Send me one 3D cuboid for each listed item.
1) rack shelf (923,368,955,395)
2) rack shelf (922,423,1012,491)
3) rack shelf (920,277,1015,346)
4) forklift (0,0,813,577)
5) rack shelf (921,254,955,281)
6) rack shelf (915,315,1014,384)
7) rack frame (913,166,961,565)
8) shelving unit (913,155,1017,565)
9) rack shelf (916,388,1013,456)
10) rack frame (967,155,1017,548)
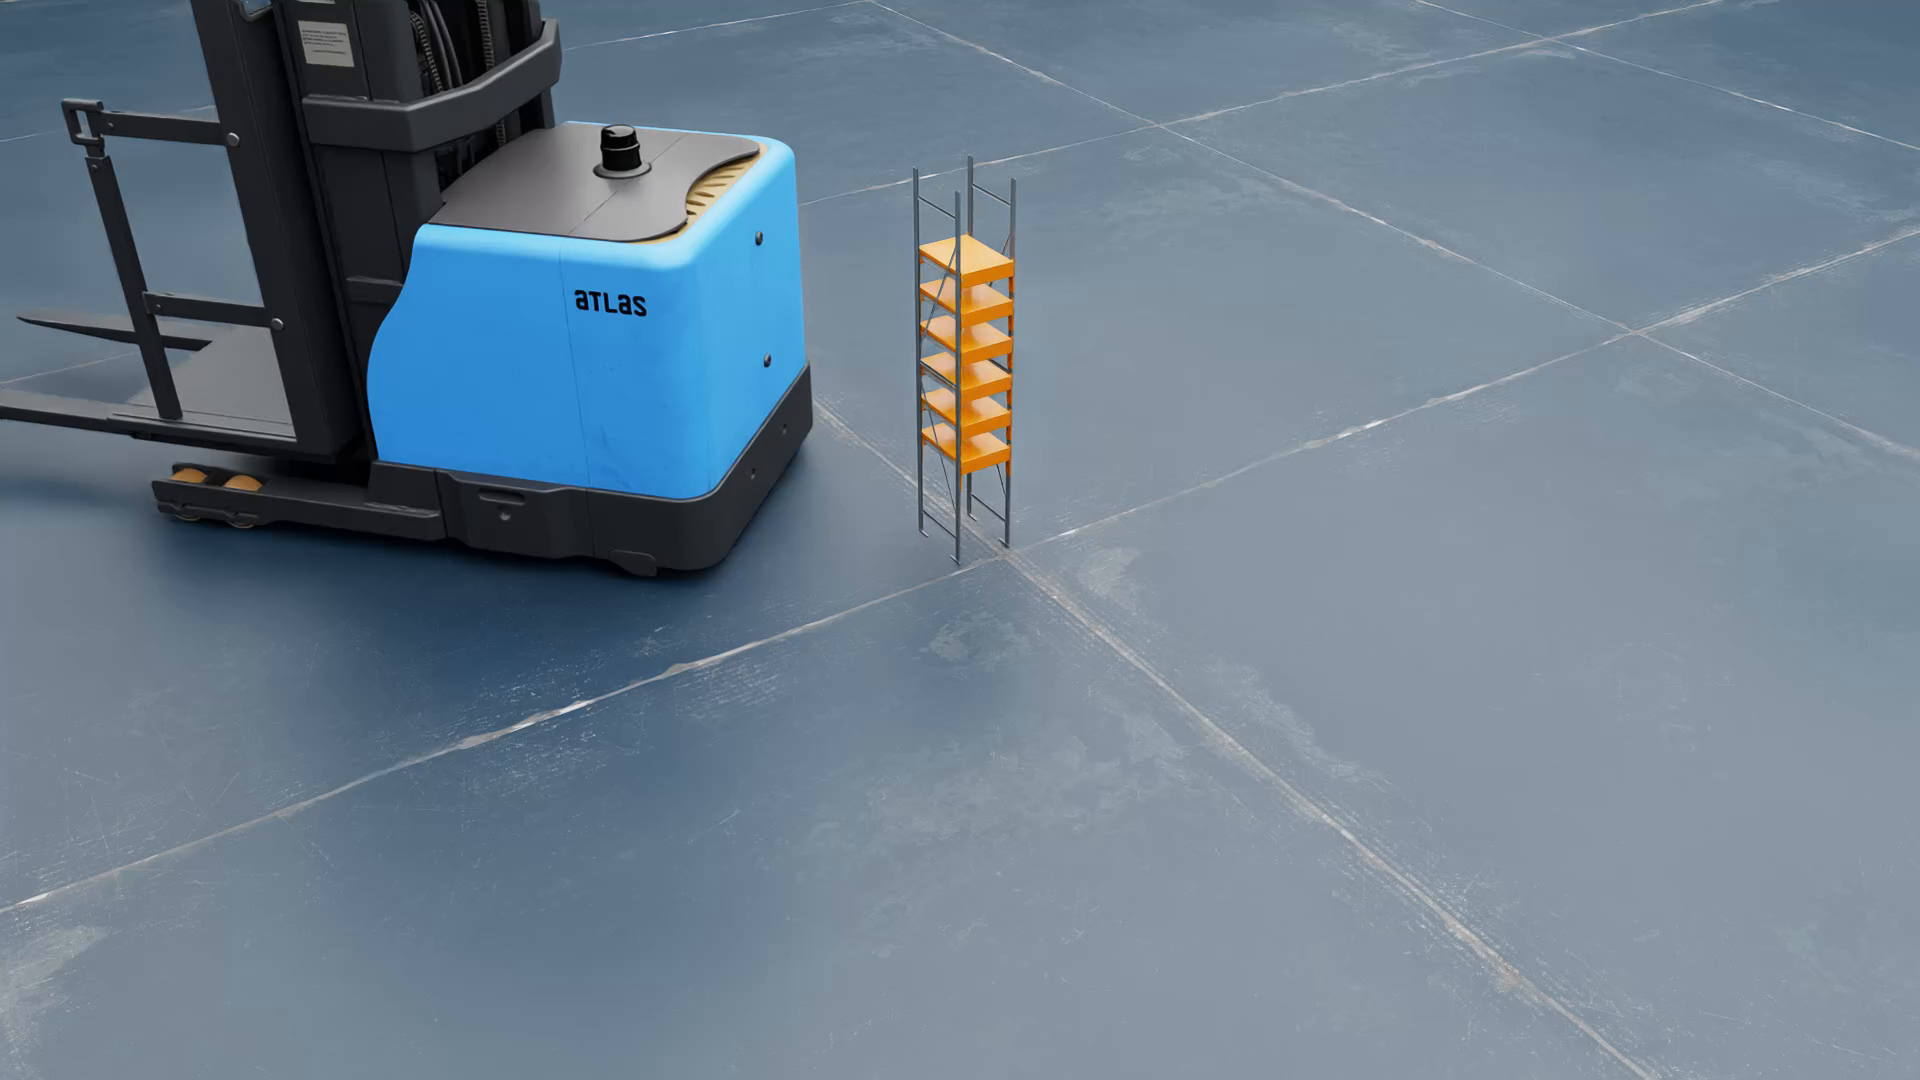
[{"bbox_3d":[0.012,-0.491,4.950,0.166,0.020,0.199,-19,37,-27],"label":"rack shelf"},{"bbox_3d":[0.012,-0.271,5.088,0.180,0.103,0.258,-19,37,-27],"label":"rack shelf"},{"bbox_3d":[0.012,-0.677,4.832,0.180,0.103,0.258,-19,37,-27],"label":"rack shelf"},{"bbox_3d":[-2.081,-1.503,4.968,3.031,2.843,1.129,7,33,12],"label":"forklift"},{"bbox_3d":[0.012,-0.795,4.758,0.166,0.020,0.199,-19,37,-27],"label":"rack shelf"},{"bbox_3d":[0.012,-0.576,4.896,0.180,0.103,0.258,-19,37,-27],"label":"rack shelf"},{"bbox_3d":[-0.065,-0.485,4.895,0.006,1.200,0.240,-19,37,-27],"label":"rack frame"},{"bbox_3d":[0.012,-0.512,4.937,0.189,1.200,0.258,-19,37,-27],"label":"shelving unit"},{"bbox_3d":[0.012,-0.373,5.024,0.180,0.103,0.258,-19,37,-27],"label":"rack shelf"},{"bbox_3d":[0.089,-0.538,4.978,0.006,1.200,0.240,-19,37,-27],"label":"rack frame"}]
